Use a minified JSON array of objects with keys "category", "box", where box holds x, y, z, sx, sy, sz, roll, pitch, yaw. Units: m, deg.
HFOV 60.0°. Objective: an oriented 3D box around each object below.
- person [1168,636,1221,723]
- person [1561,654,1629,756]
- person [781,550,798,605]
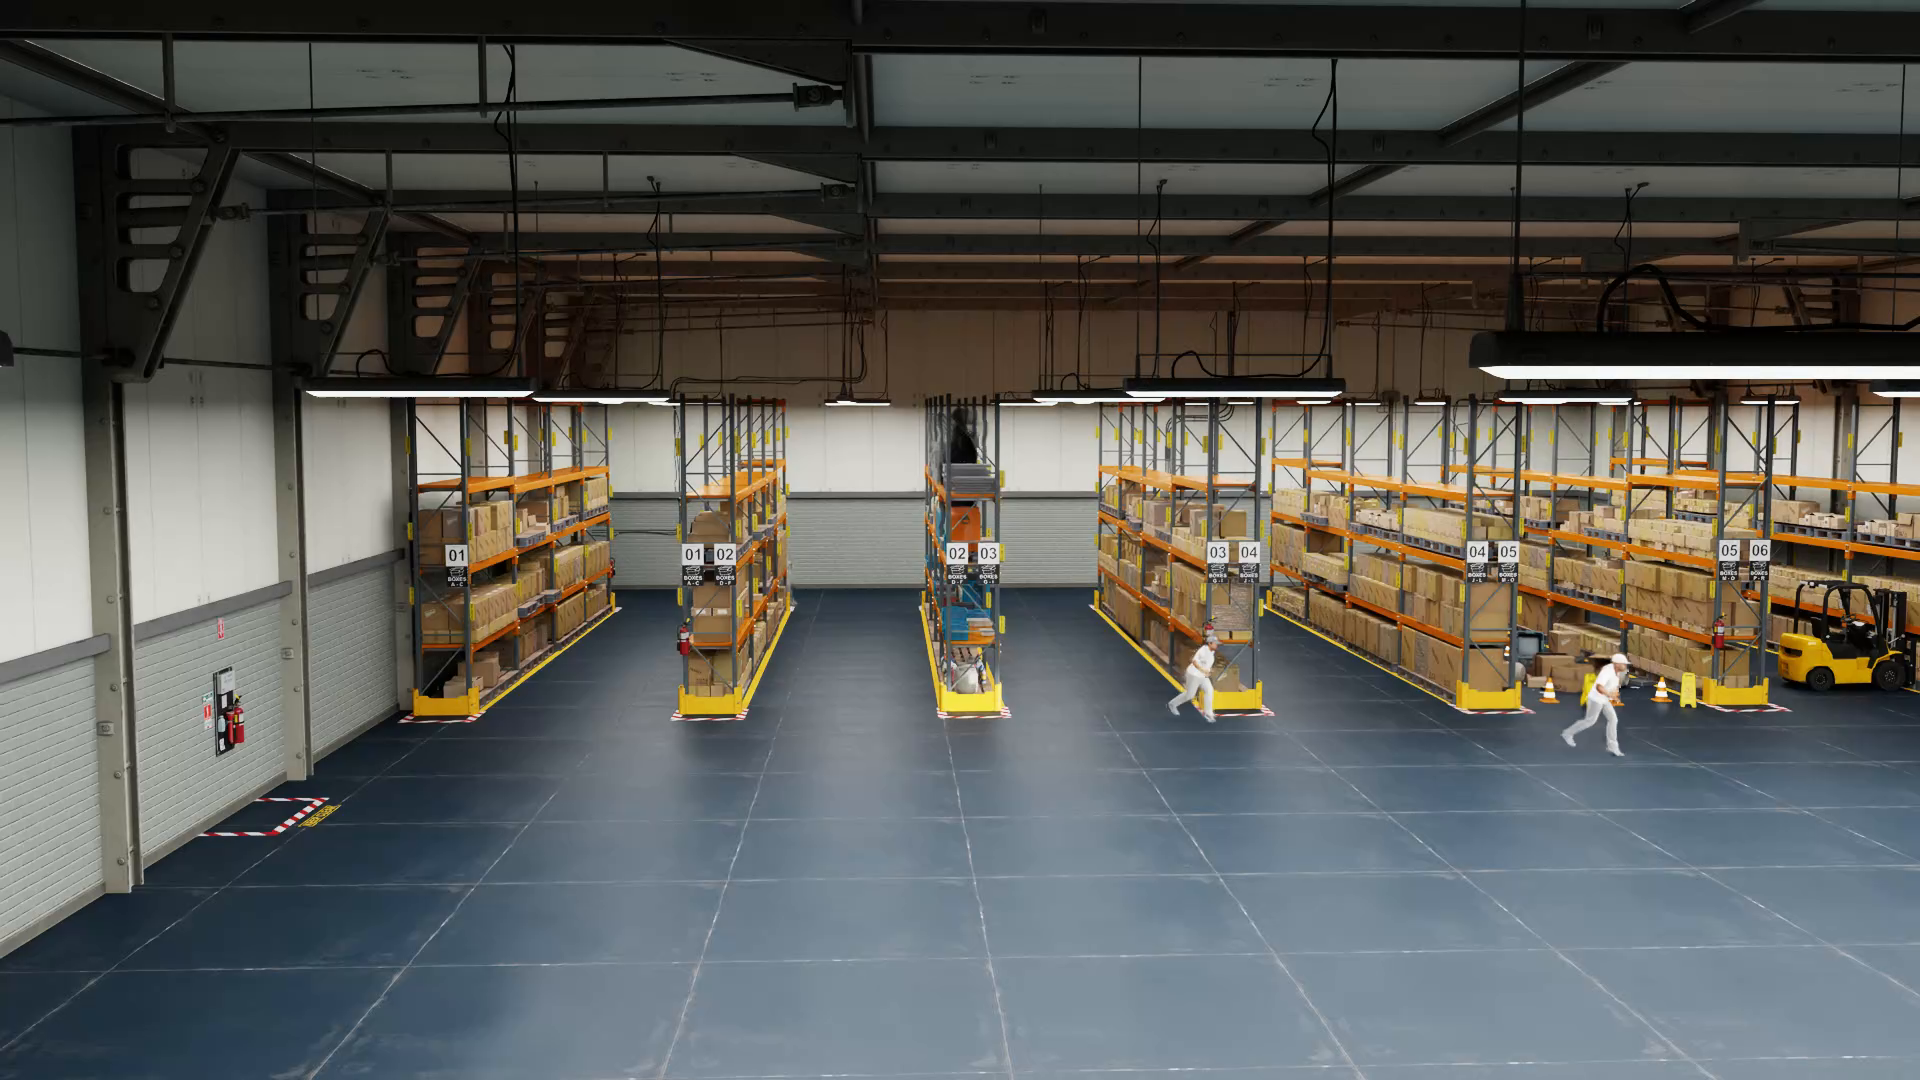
[{"category":"person","box":[4.321,2.542,30.574,1.028,1.627,0.641,2,5,28]},{"category":"person","box":[10.573,2.719,27.671,1.057,1.711,0.744,3,5,32]},{"category":"person","box":[-5.127,1.060,48.640,0.921,1.710,0.634,2,5,21]}]
